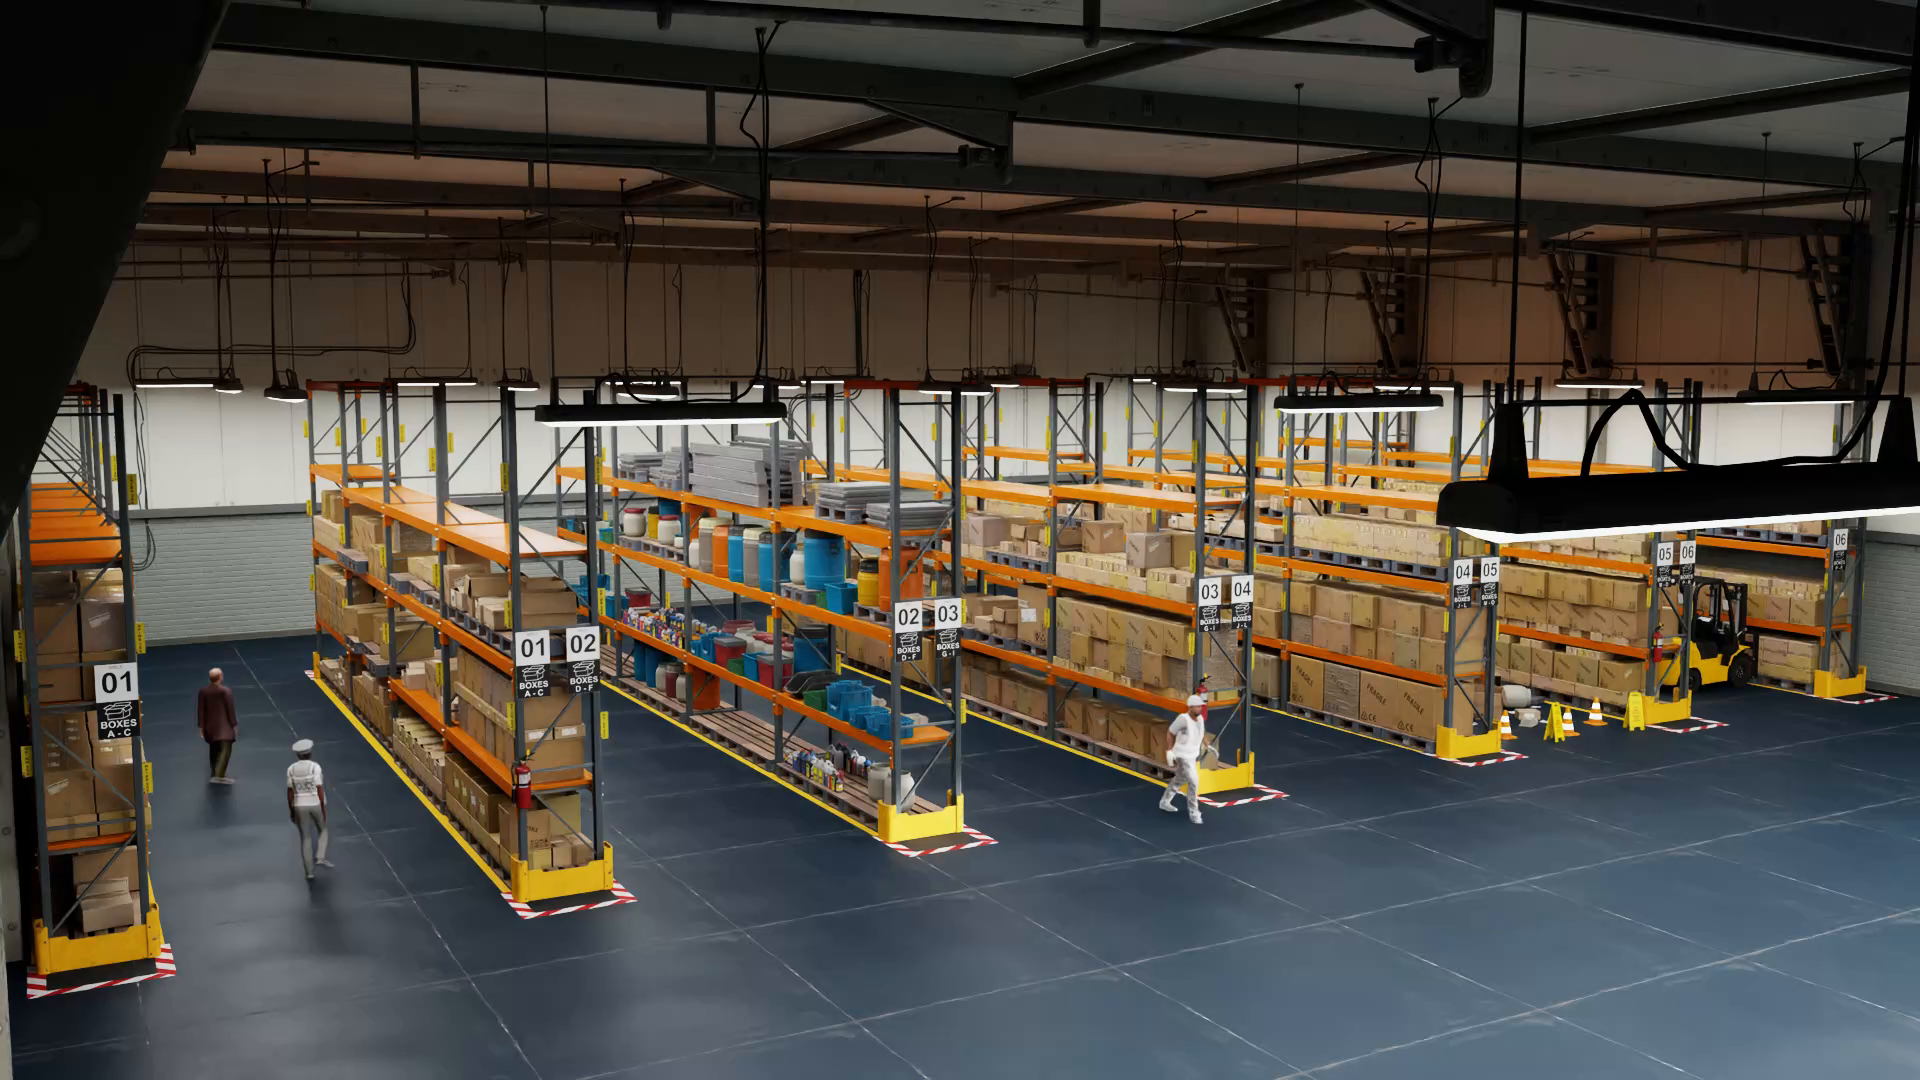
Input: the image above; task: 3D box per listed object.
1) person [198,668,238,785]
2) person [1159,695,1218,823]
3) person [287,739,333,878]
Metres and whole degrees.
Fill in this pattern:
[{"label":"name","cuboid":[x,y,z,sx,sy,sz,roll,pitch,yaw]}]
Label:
[{"label":"person","cuboid":[-11.128,2.803,24.957,0.650,1.754,1.021,0,6,0]},{"label":"person","cuboid":[3.147,3.044,23.223,0.869,1.798,0.678,4,7,35]},{"label":"person","cuboid":[-8.033,3.310,20.535,0.497,1.671,0.453,-2,6,-20]}]
